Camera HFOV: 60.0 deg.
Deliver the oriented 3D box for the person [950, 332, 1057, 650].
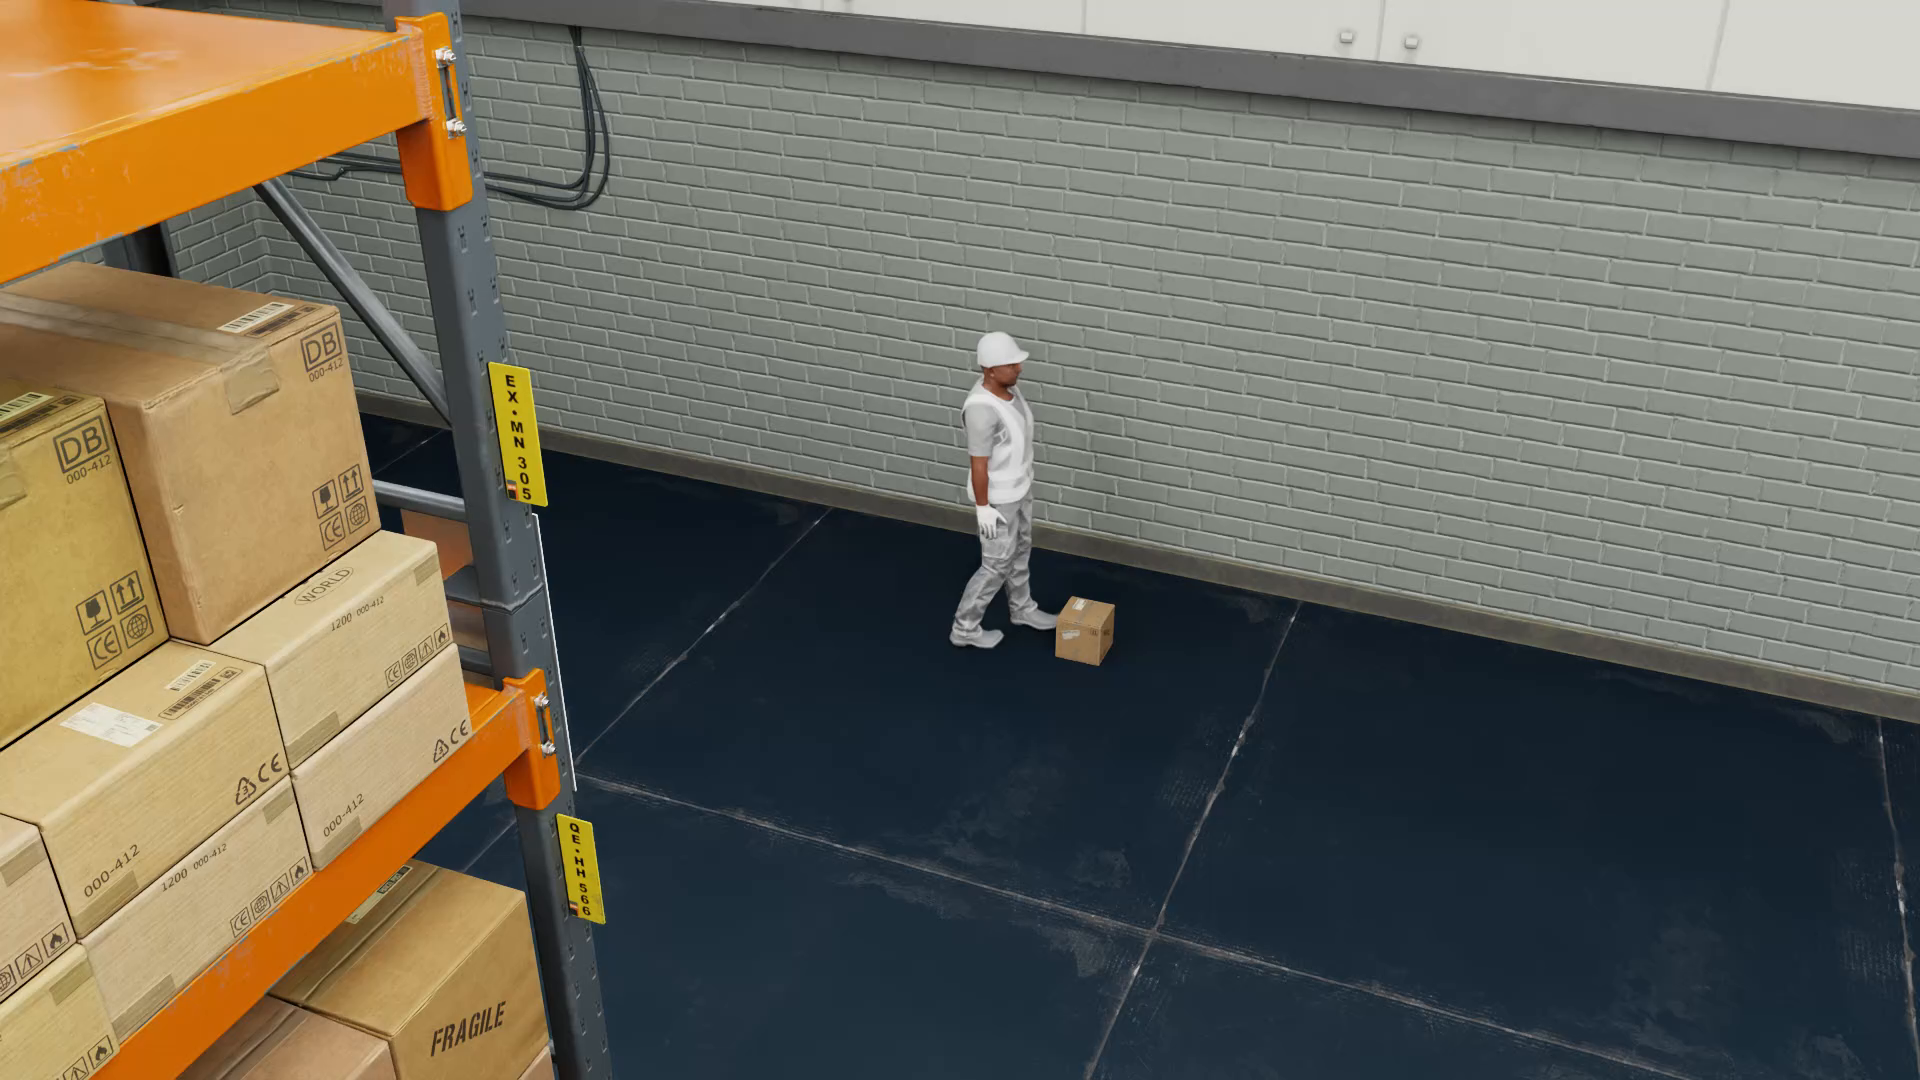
[{"bbox_3d":[0.272,-0.261,8.837,0.562,1.788,0.576,8,30,14],"label":"person"}]
